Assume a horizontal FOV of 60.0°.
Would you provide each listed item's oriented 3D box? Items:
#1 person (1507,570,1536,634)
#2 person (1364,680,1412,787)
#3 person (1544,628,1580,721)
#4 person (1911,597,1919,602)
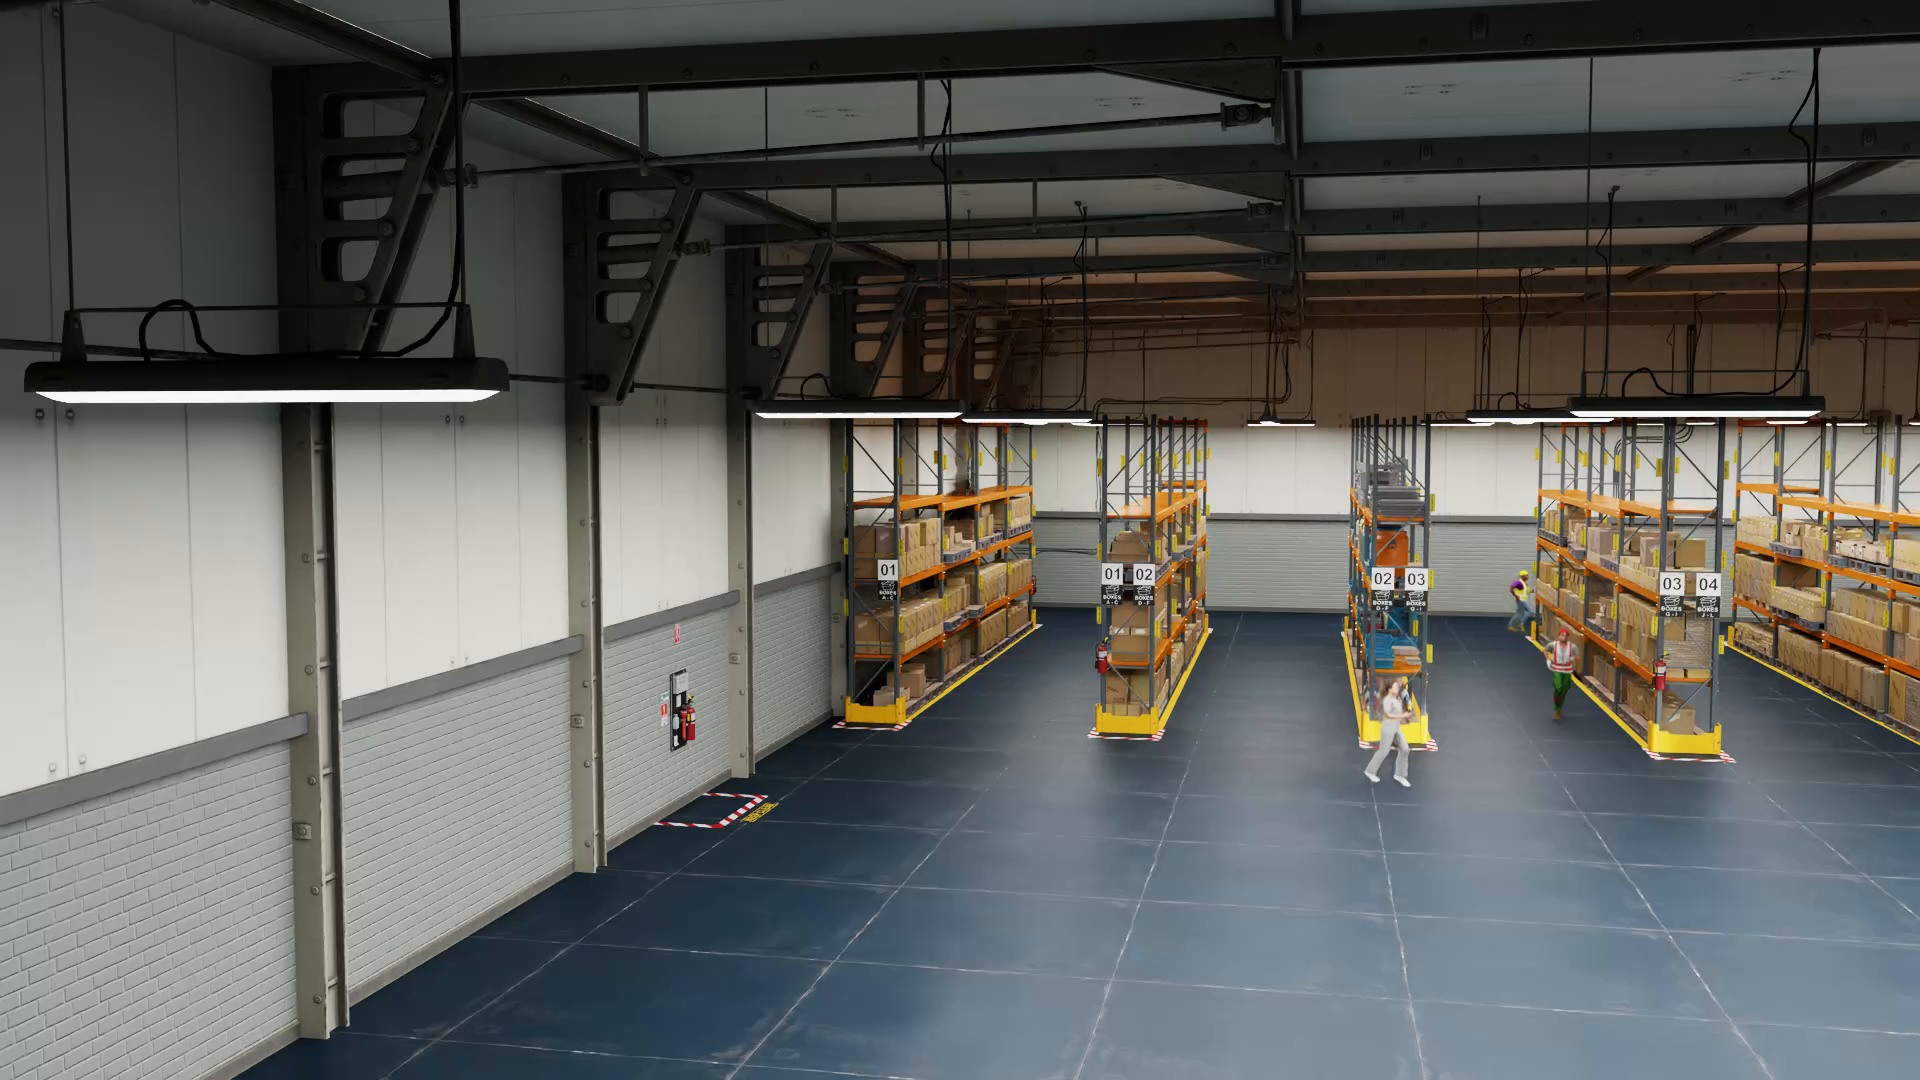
[{"bbox_3d":[15.805,1.739,46.824,0.756,1.765,0.680,2,4,27],"label":"person"},{"bbox_3d":[6.893,3.100,26.739,0.775,1.731,0.580,3,5,37],"label":"person"},{"bbox_3d":[11.937,2.648,32.950,0.631,1.824,0.827,0,4,7],"label":"person"},{"bbox_3d":[25.778,1.906,44.403,0.686,1.791,0.664,2,4,27],"label":"person"}]
